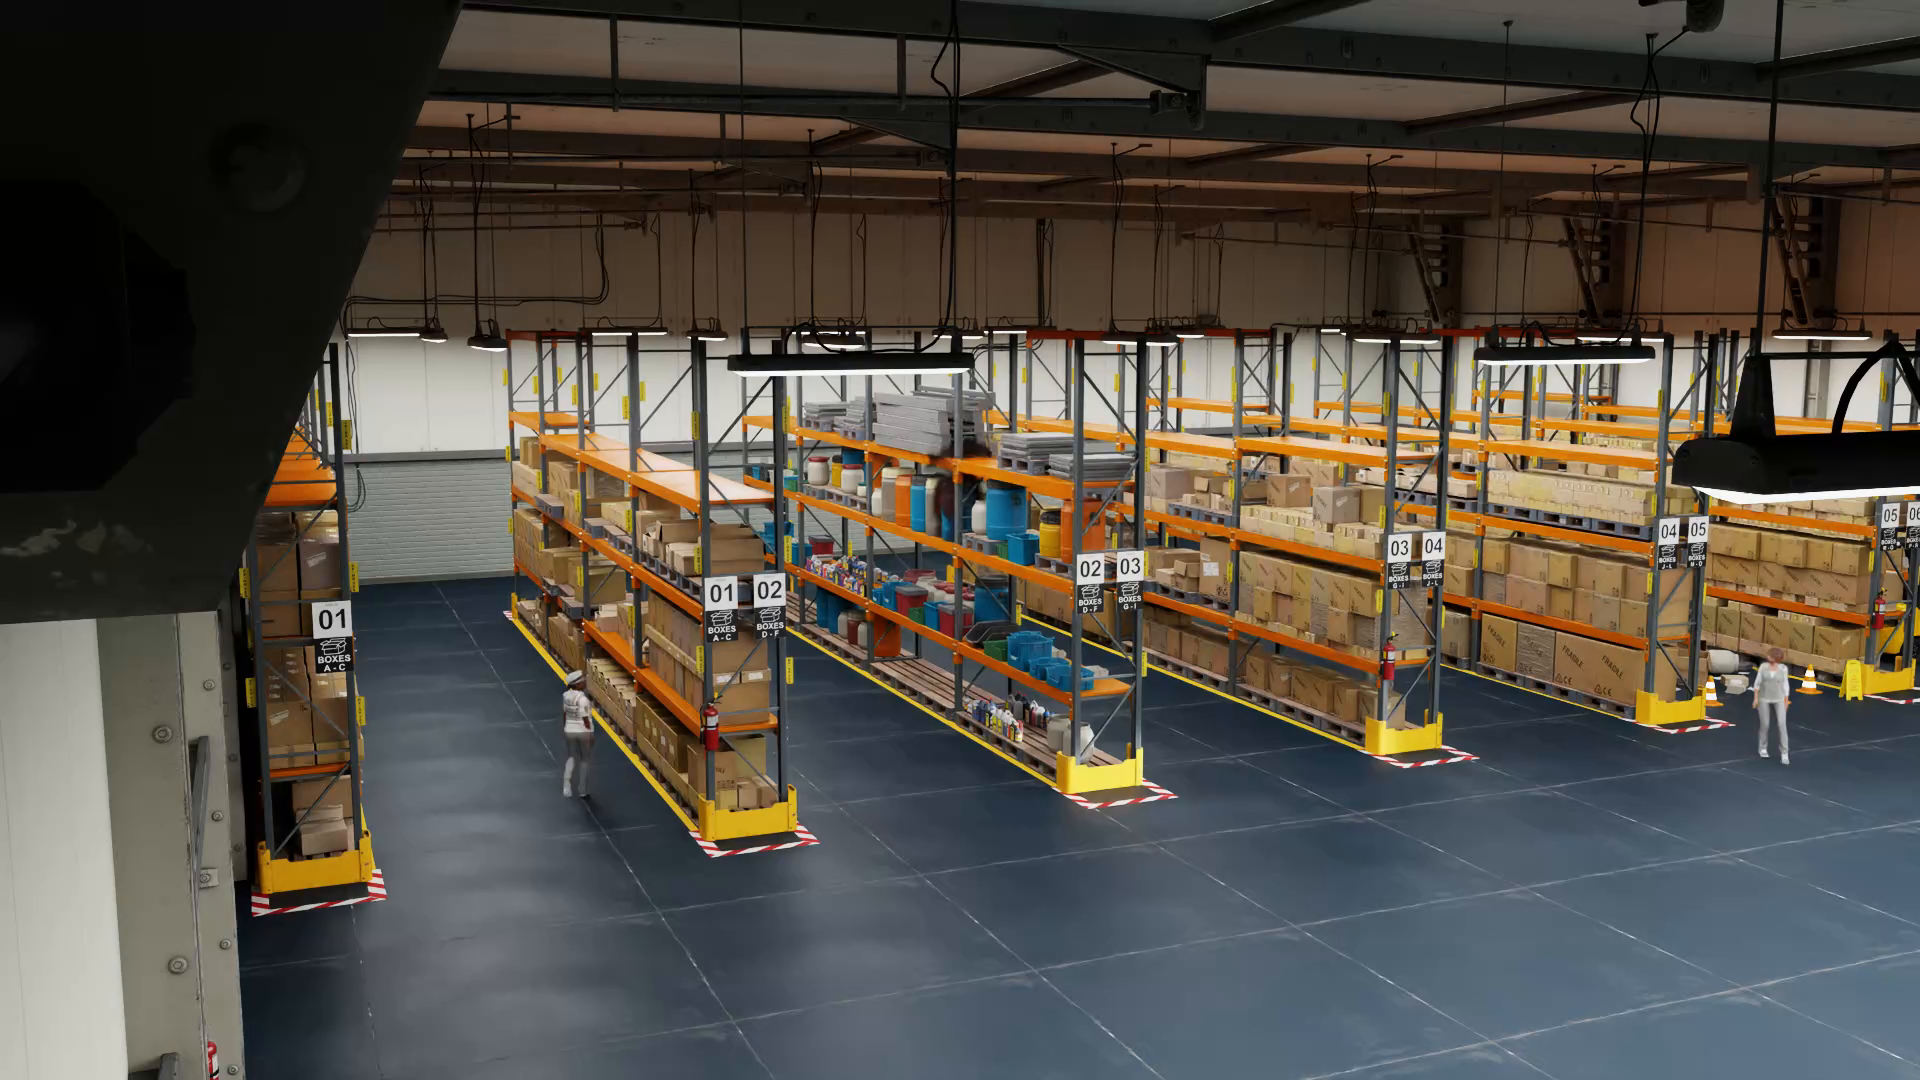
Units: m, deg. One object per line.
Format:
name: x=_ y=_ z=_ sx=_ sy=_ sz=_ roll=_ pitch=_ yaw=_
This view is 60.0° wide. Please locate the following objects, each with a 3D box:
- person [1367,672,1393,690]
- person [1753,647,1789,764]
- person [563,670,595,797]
person: x=6.907 y=1.739 z=27.302 sx=0.628 sy=1.769 sz=0.423 roll=5 pitch=9 yaw=31
person: x=11.576 y=2.342 z=23.705 sx=0.492 sy=1.613 sz=0.551 roll=2 pitch=8 yaw=17
person: x=-5.003 y=2.538 z=21.729 sx=0.447 sy=1.687 sz=0.518 roll=1 pitch=8 yaw=11
